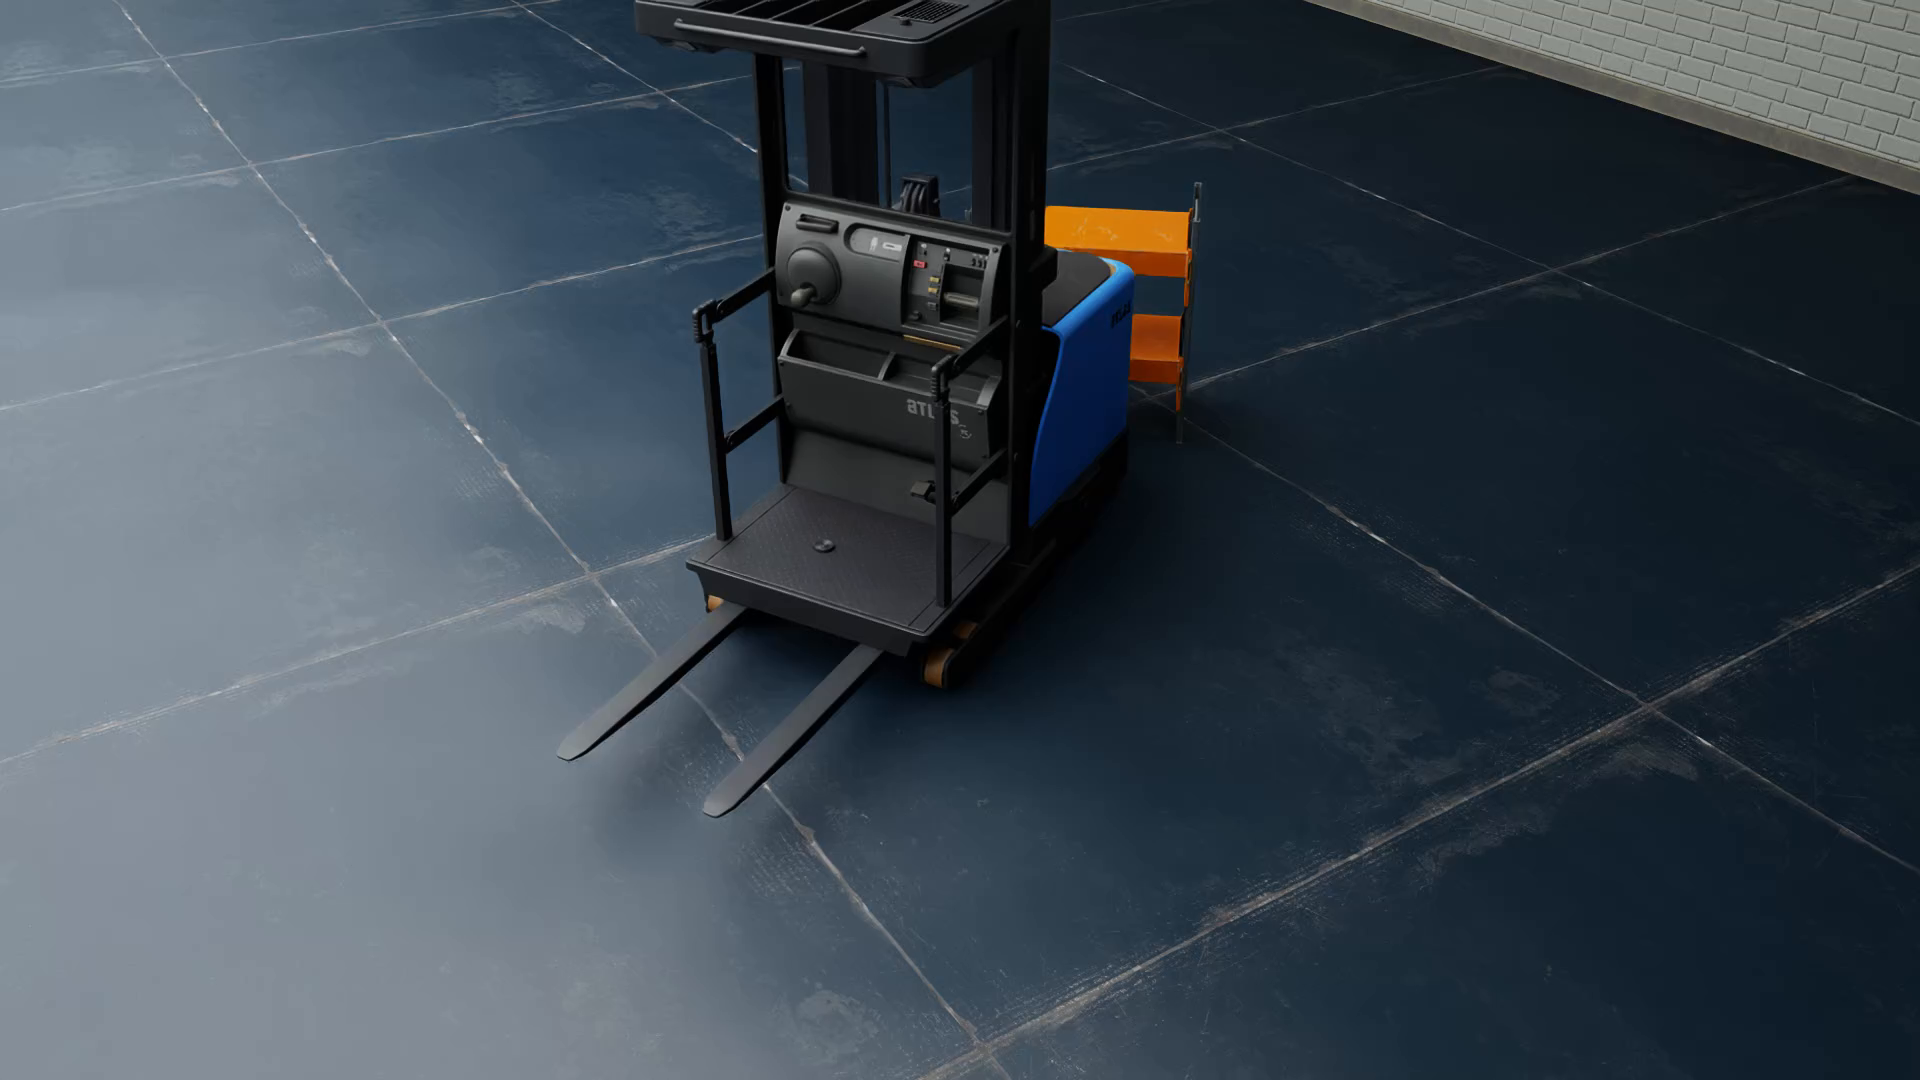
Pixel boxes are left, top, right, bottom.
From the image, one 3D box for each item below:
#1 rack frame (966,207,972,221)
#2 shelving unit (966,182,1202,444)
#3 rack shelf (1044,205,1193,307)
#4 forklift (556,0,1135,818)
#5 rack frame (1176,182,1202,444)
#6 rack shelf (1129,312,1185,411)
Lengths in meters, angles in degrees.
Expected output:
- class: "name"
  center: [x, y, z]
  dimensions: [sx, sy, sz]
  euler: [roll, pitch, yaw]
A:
- class: "rack frame"
  center: [0.078, -1.144, 8.009]
  dimensions: [0.032, 1.125, 0.500]
  euler: [4, 32, 7]
- class: "shelving unit"
  center: [0.581, -1.107, 7.950]
  dimensions: [1.048, 1.125, 0.538]
  euler: [4, 32, 7]
- class: "rack shelf"
  center: [0.581, -1.354, 7.794]
  dimensions: [1.000, 0.278, 0.538]
  euler: [4, 32, 7]
- class: "forklift"
  center: [-0.372, -0.946, 6.002]
  dimensions: [1.130, 2.935, 3.031]
  euler: [16, 36, 23]
- class: "rack frame"
  center: [1.085, -1.070, 7.891]
  dimensions: [0.032, 1.125, 0.500]
  euler: [4, 32, 7]
- class: "rack shelf"
  center: [0.581, -0.900, 8.080]
  dimensions: [1.000, 0.278, 0.538]
  euler: [4, 32, 7]
